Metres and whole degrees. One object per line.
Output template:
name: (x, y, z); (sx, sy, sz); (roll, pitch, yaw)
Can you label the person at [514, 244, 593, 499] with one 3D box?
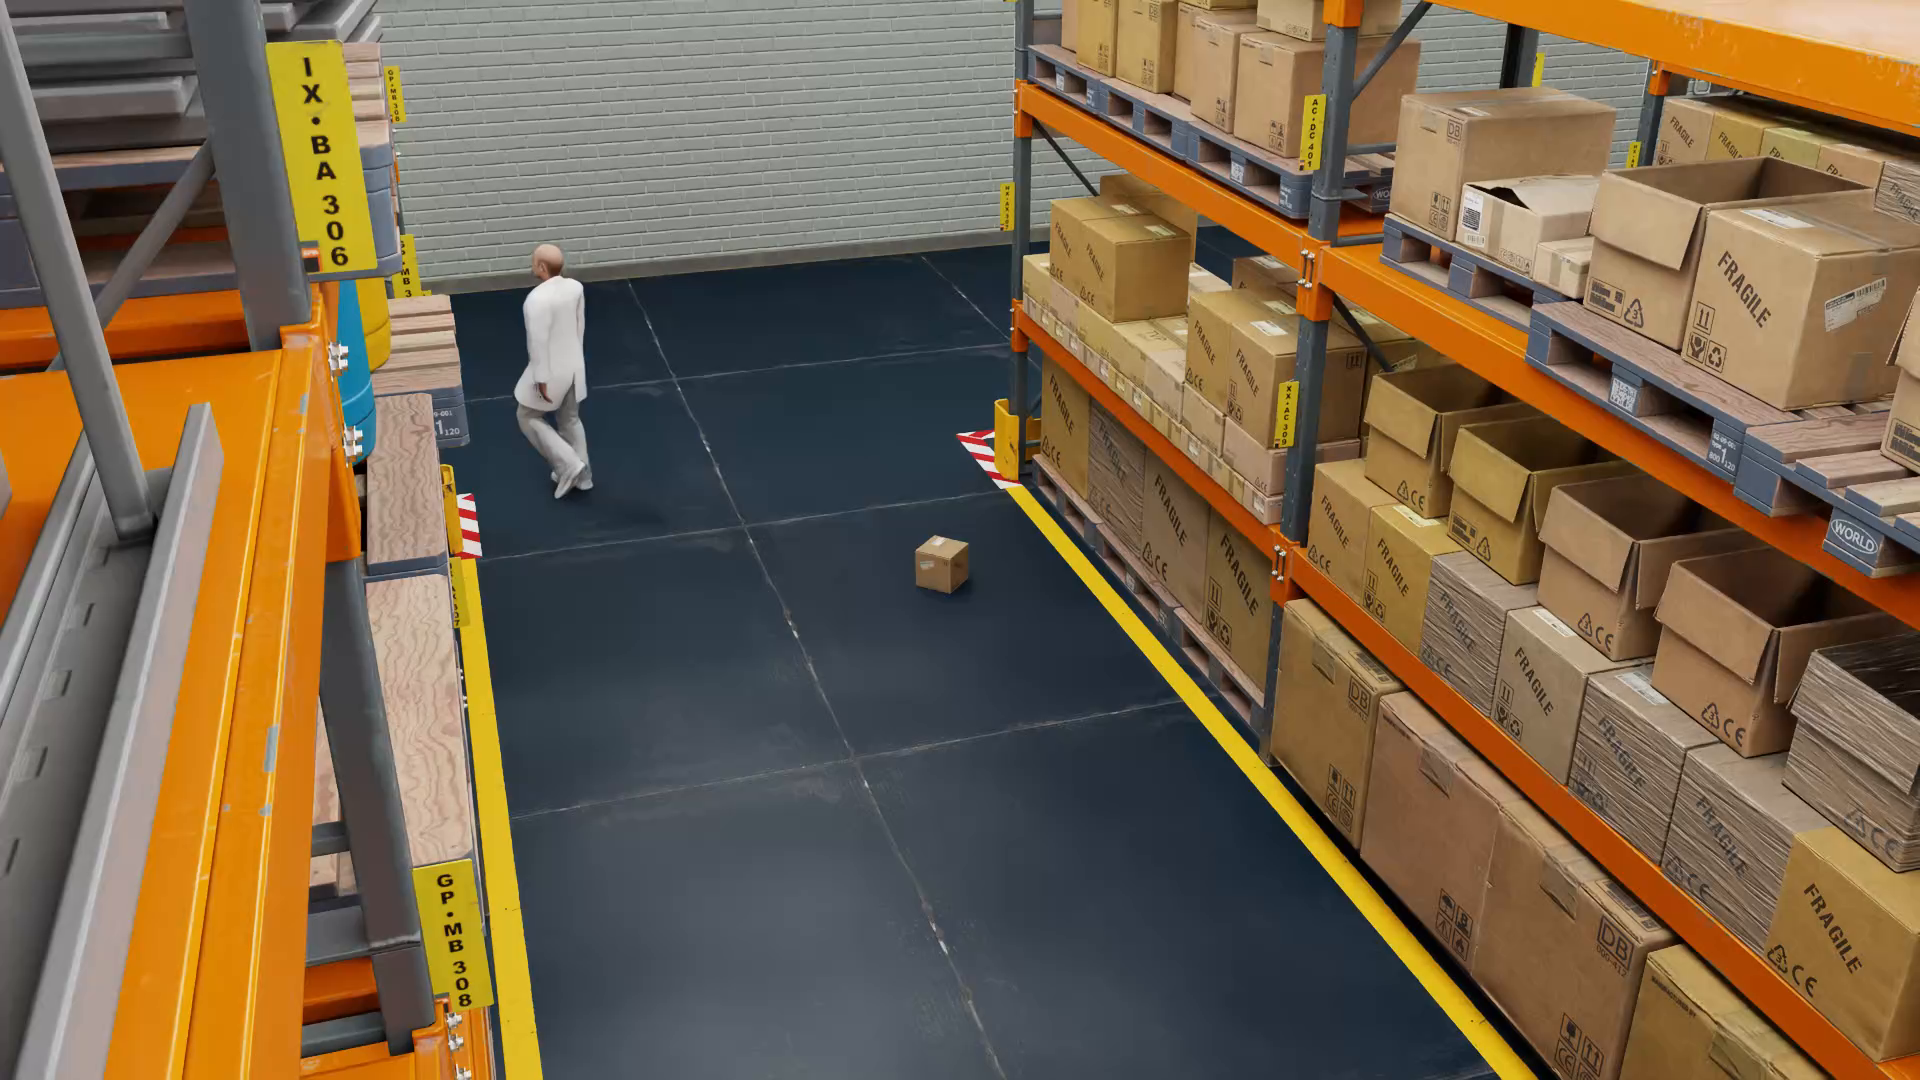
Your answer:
person: (-2.794, -1.163, 11.488); (0.507, 1.792, 0.584); (13, 29, 24)
